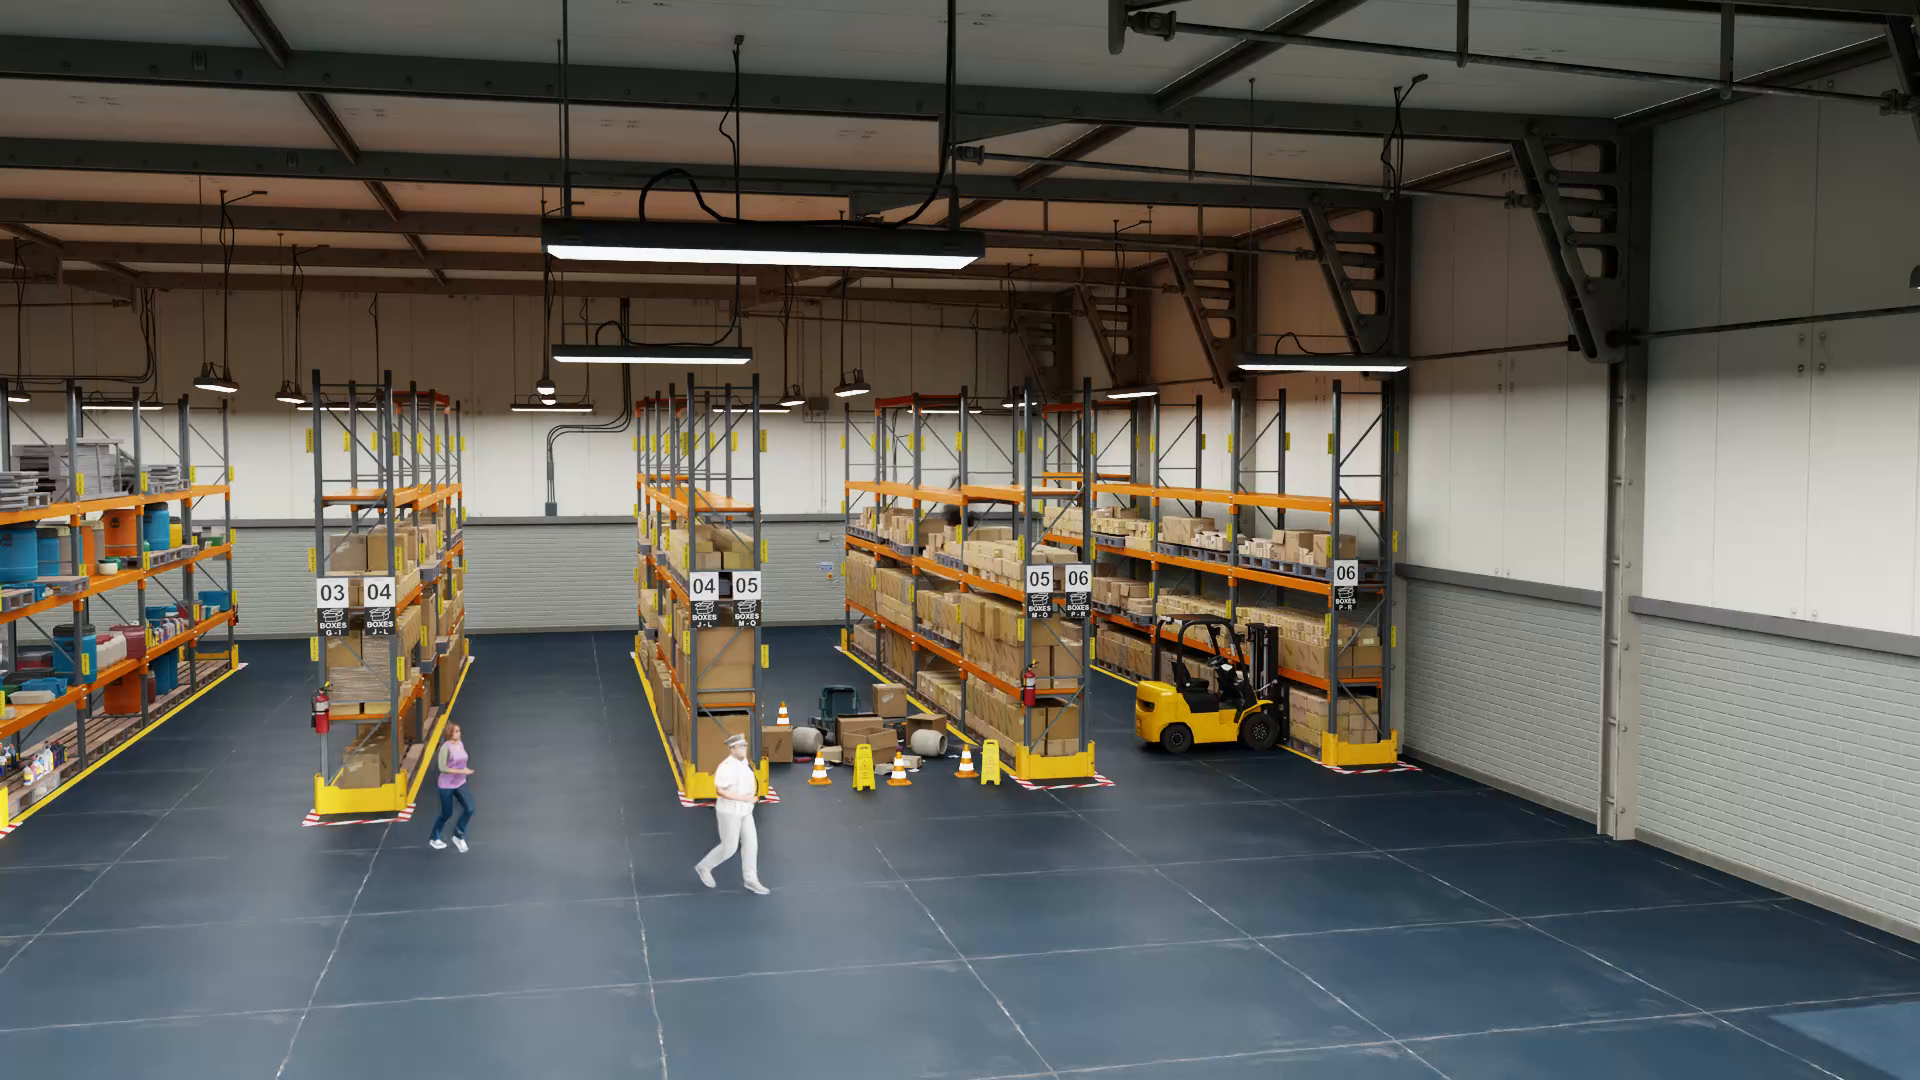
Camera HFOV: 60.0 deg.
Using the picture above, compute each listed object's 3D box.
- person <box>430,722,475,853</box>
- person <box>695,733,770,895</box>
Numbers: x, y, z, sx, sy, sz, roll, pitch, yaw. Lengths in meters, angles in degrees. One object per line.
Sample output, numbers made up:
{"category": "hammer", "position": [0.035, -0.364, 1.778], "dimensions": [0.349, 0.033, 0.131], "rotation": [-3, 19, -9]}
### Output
{"category": "person", "position": [-6.193, 3.032, 20.339], "dimensions": [0.684, 1.625, 0.550], "rotation": [2, 4, 25]}
{"category": "person", "position": [-2.535, 3.045, 18.597], "dimensions": [0.867, 1.804, 0.685], "rotation": [1, 4, 23]}
